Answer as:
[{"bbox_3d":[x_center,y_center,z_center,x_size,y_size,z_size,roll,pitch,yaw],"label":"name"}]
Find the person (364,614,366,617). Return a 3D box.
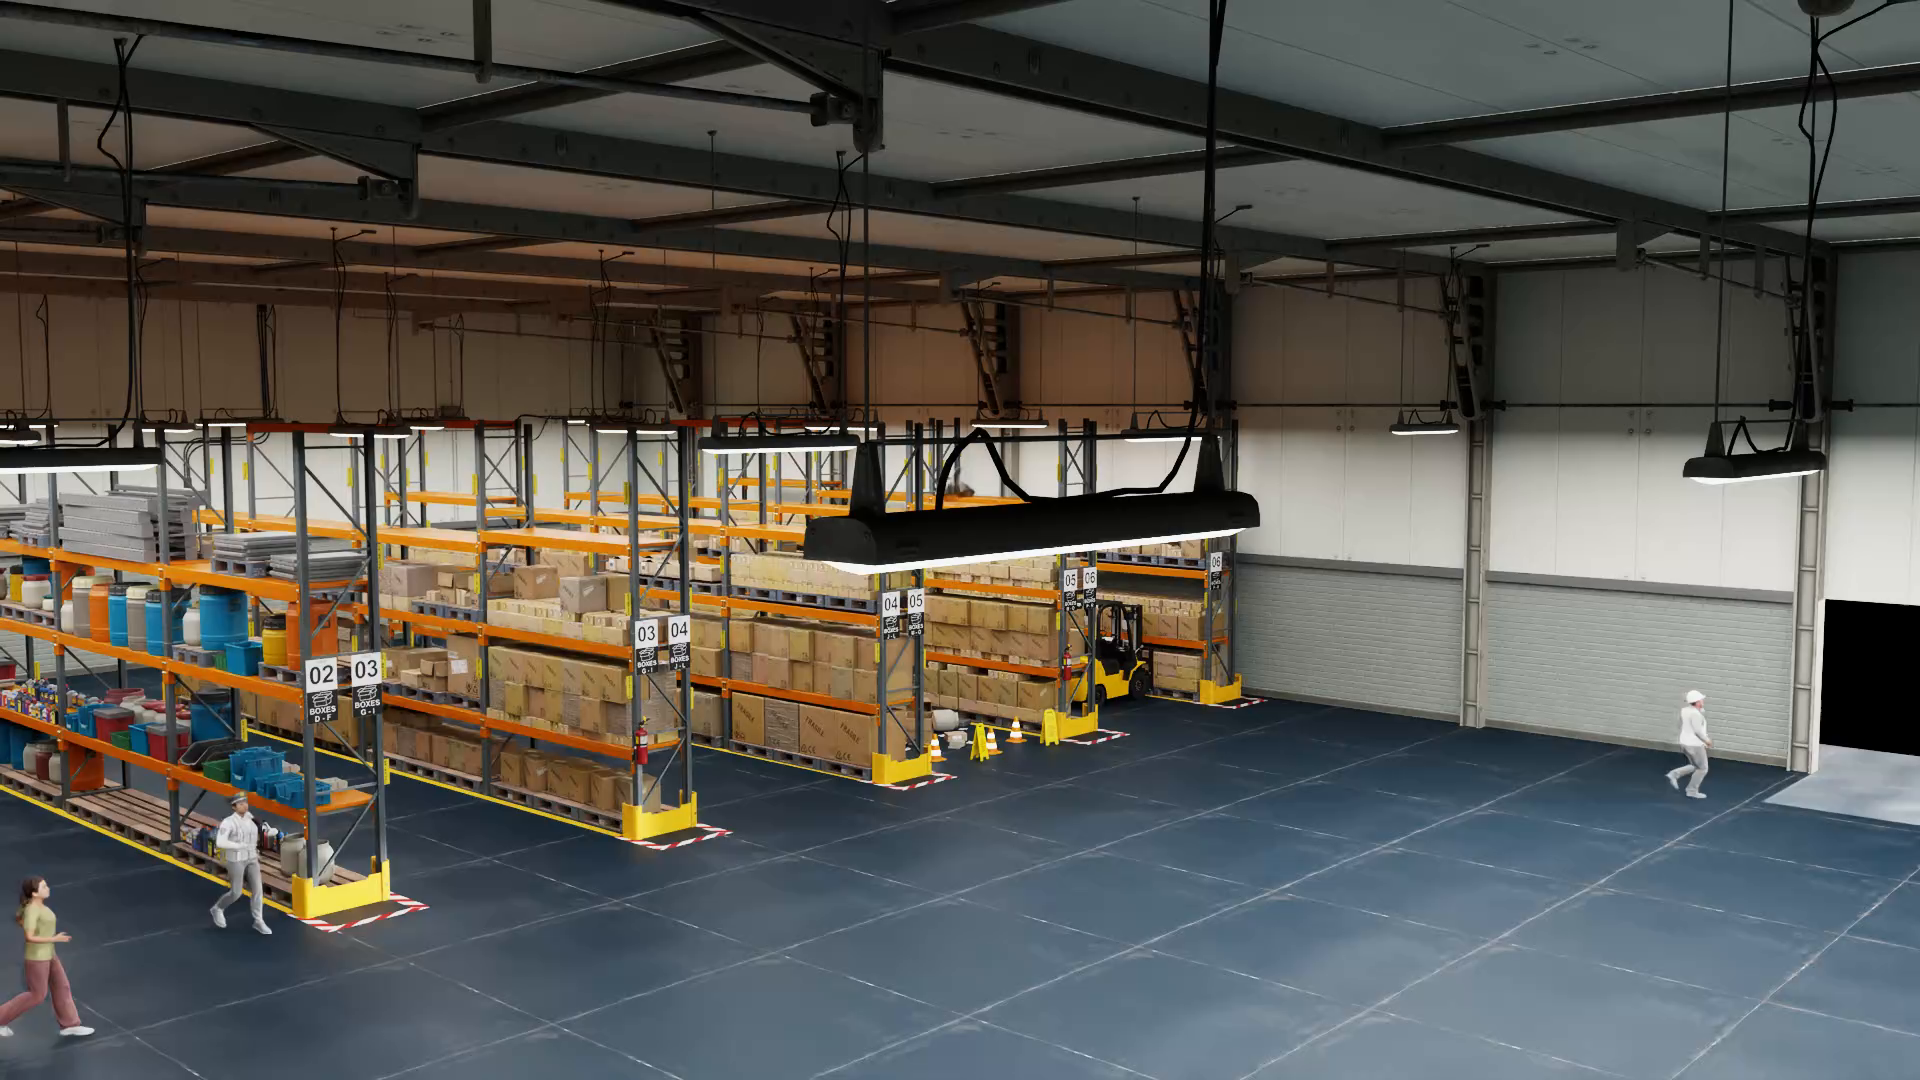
[{"bbox_3d":[-13.205,2.445,36.680,0.689,1.781,0.994,-4,6,-40],"label":"person"}]

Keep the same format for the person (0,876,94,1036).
[{"bbox_3d":[-9.132,4.147,16.453,0.944,1.666,0.592,-2,5,-21],"label":"person"}]

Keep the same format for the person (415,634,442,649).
[{"bbox_3d":[-13.012,2.153,40.530,0.844,1.765,0.690,-4,6,-42],"label":"person"}]

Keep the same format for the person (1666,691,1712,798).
[{"bbox_3d":[11.752,3.282,26.795,0.600,1.727,0.690,0,5,-1],"label":"person"}]

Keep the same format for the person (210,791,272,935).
[{"bbox_3d":[-8.621,3.856,19.921,0.819,1.723,0.627,2,5,26],"label":"person"}]
